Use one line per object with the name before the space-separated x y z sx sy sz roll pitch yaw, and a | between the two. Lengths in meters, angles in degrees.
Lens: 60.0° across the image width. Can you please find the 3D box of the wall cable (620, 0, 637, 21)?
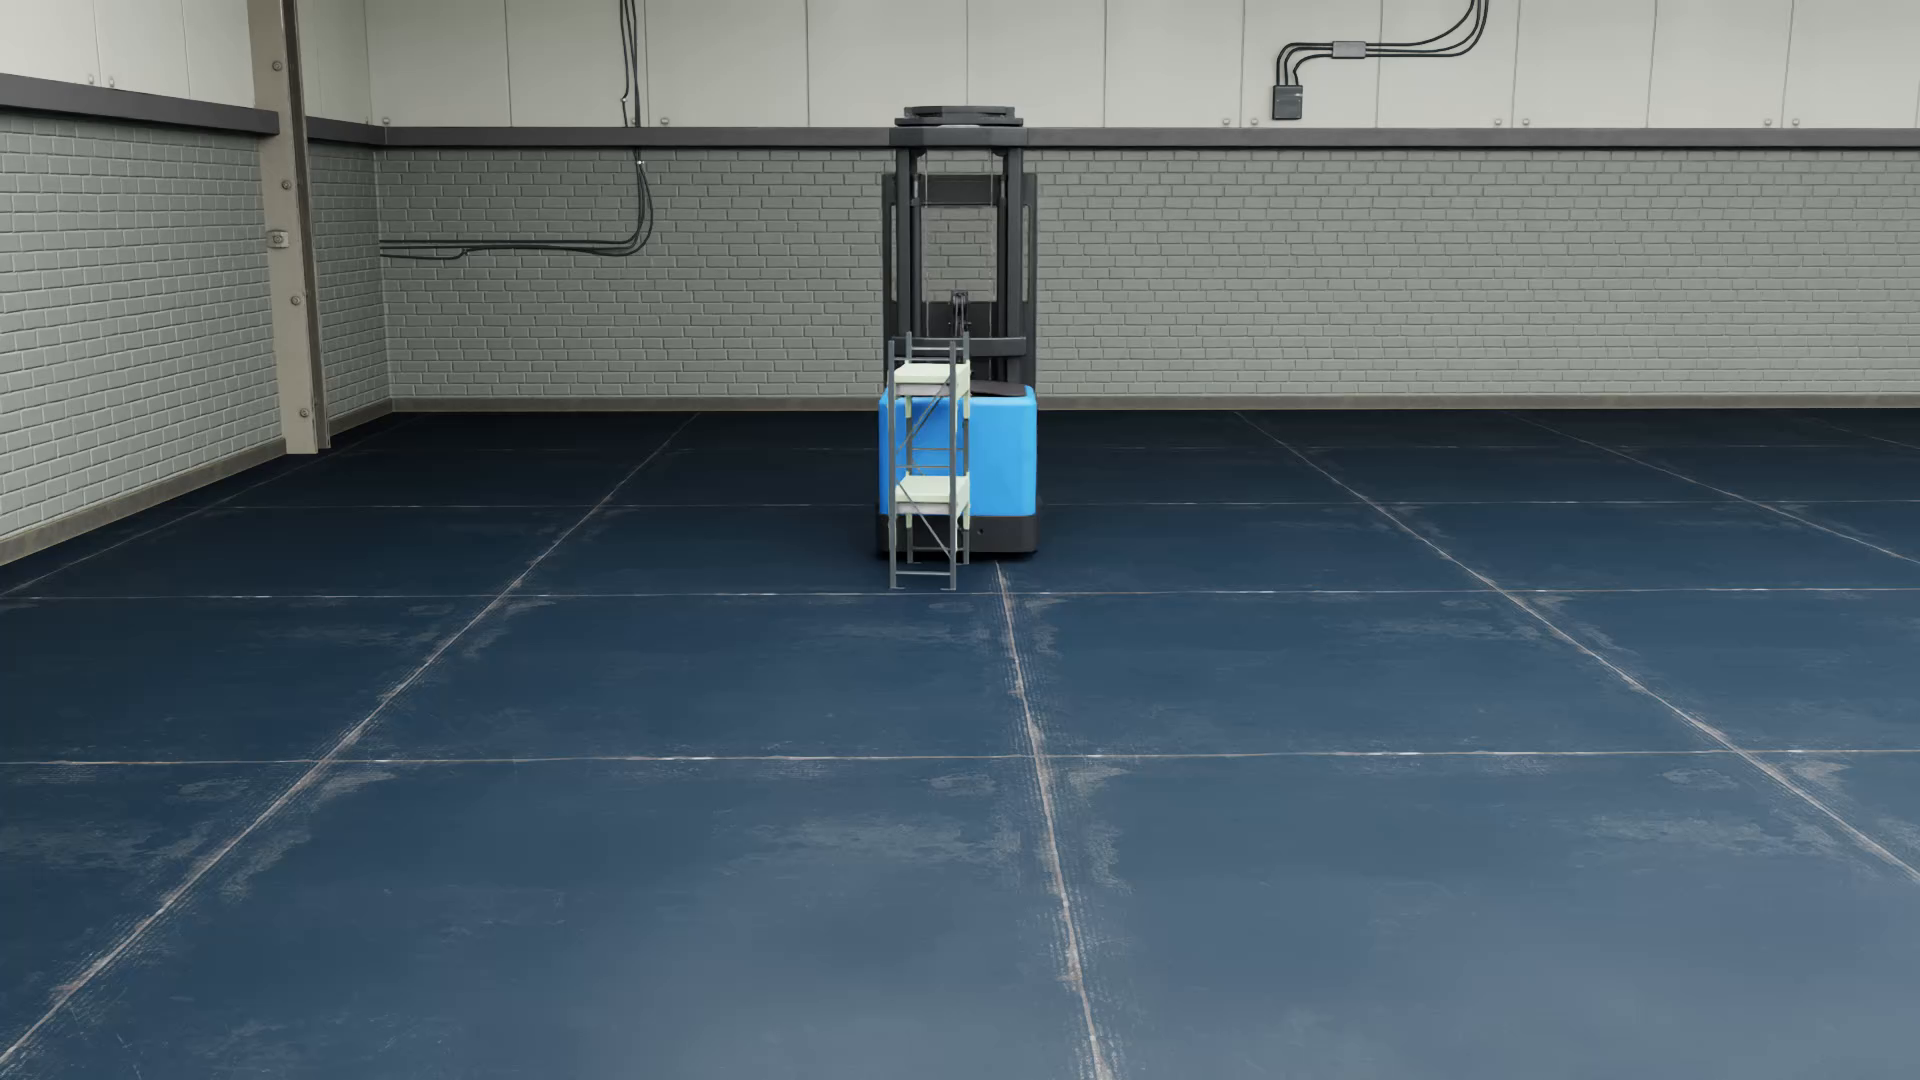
wall cable | -2.212 -6.813 17.614 3.097 2.526 0.112 0 11 -1

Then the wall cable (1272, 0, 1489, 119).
wall cable | 4.575 -7.551 17.591 2.305 6.003 0.169 0 11 -1

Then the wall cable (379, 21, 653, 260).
wall cable | -4.916 -4.326 18.061 3.097 2.526 0.112 0 11 -1

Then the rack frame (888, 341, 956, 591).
rack frame | -0.224 -0.433 9.920 0.400 1.500 0.023 1 12 6

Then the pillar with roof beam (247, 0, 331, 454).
pillar with roof beam | -1.873 -5.275 14.926 9.100 9.000 0.400 0 11 -1

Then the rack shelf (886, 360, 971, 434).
rack shelf | -0.183 -0.888 10.199 0.431 0.370 0.720 1 12 6

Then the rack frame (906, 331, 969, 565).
rack frame | -0.142 -0.577 10.633 0.400 1.500 0.023 1 12 6

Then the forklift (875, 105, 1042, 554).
forklift | 0.002 -1.588 12.017 1.130 2.935 3.031 0 11 1

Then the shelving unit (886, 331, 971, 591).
shelving unit | -0.183 -0.505 10.277 0.431 1.500 0.755 1 12 6

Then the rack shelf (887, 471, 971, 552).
rack shelf | -0.183 -0.186 10.341 0.431 0.370 0.720 1 12 6
